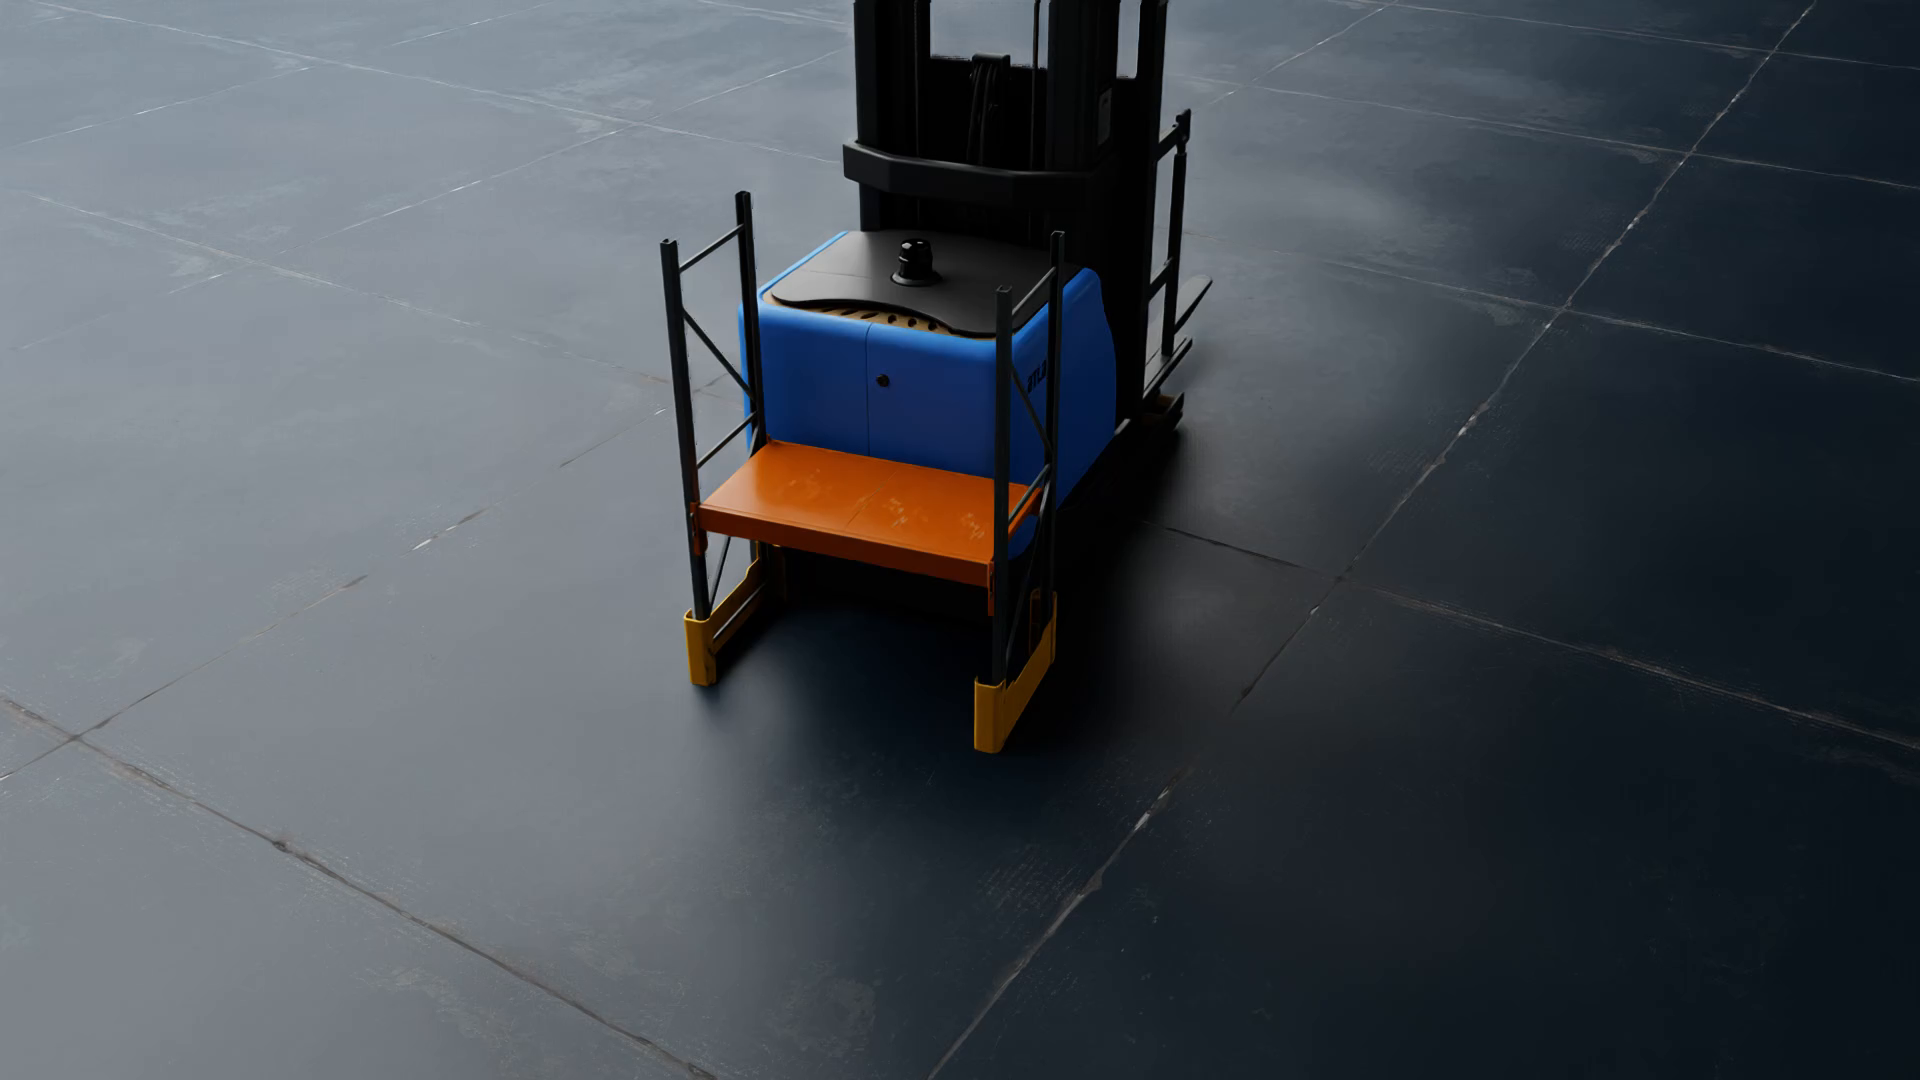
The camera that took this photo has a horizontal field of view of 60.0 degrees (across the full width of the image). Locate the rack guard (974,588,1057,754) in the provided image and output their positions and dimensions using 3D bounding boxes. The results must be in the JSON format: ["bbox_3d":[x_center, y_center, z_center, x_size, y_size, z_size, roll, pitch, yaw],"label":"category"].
[{"bbox_3d":[0.182,0.409,5.300,0.087,0.250,0.587,11,32,18],"label":"rack guard"}]

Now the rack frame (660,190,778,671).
[{"bbox_3d":[-0.749,-0.311,5.295,0.032,1.500,0.500,11,32,18],"label":"rack frame"}]

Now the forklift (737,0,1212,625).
[{"bbox_3d":[0.297,-1.703,6.260,1.130,2.935,3.031,12,32,20],"label":"forklift"}]

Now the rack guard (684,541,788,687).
[{"bbox_3d":[-0.748,0.229,5.610,0.087,0.250,0.587,11,32,18],"label":"rack guard"}]

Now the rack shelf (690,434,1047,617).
[{"bbox_3d":[-0.275,-0.064,5.228,1.000,0.185,0.538,11,32,18],"label":"rack shelf"}]

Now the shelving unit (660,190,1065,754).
[{"bbox_3d":[-0.283,-0.221,5.140,1.083,1.500,0.587,11,32,18],"label":"shelving unit"}]

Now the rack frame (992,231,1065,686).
[{"bbox_3d":[0.200,-0.127,4.979,0.032,1.500,0.500,11,32,18],"label":"rack frame"}]
